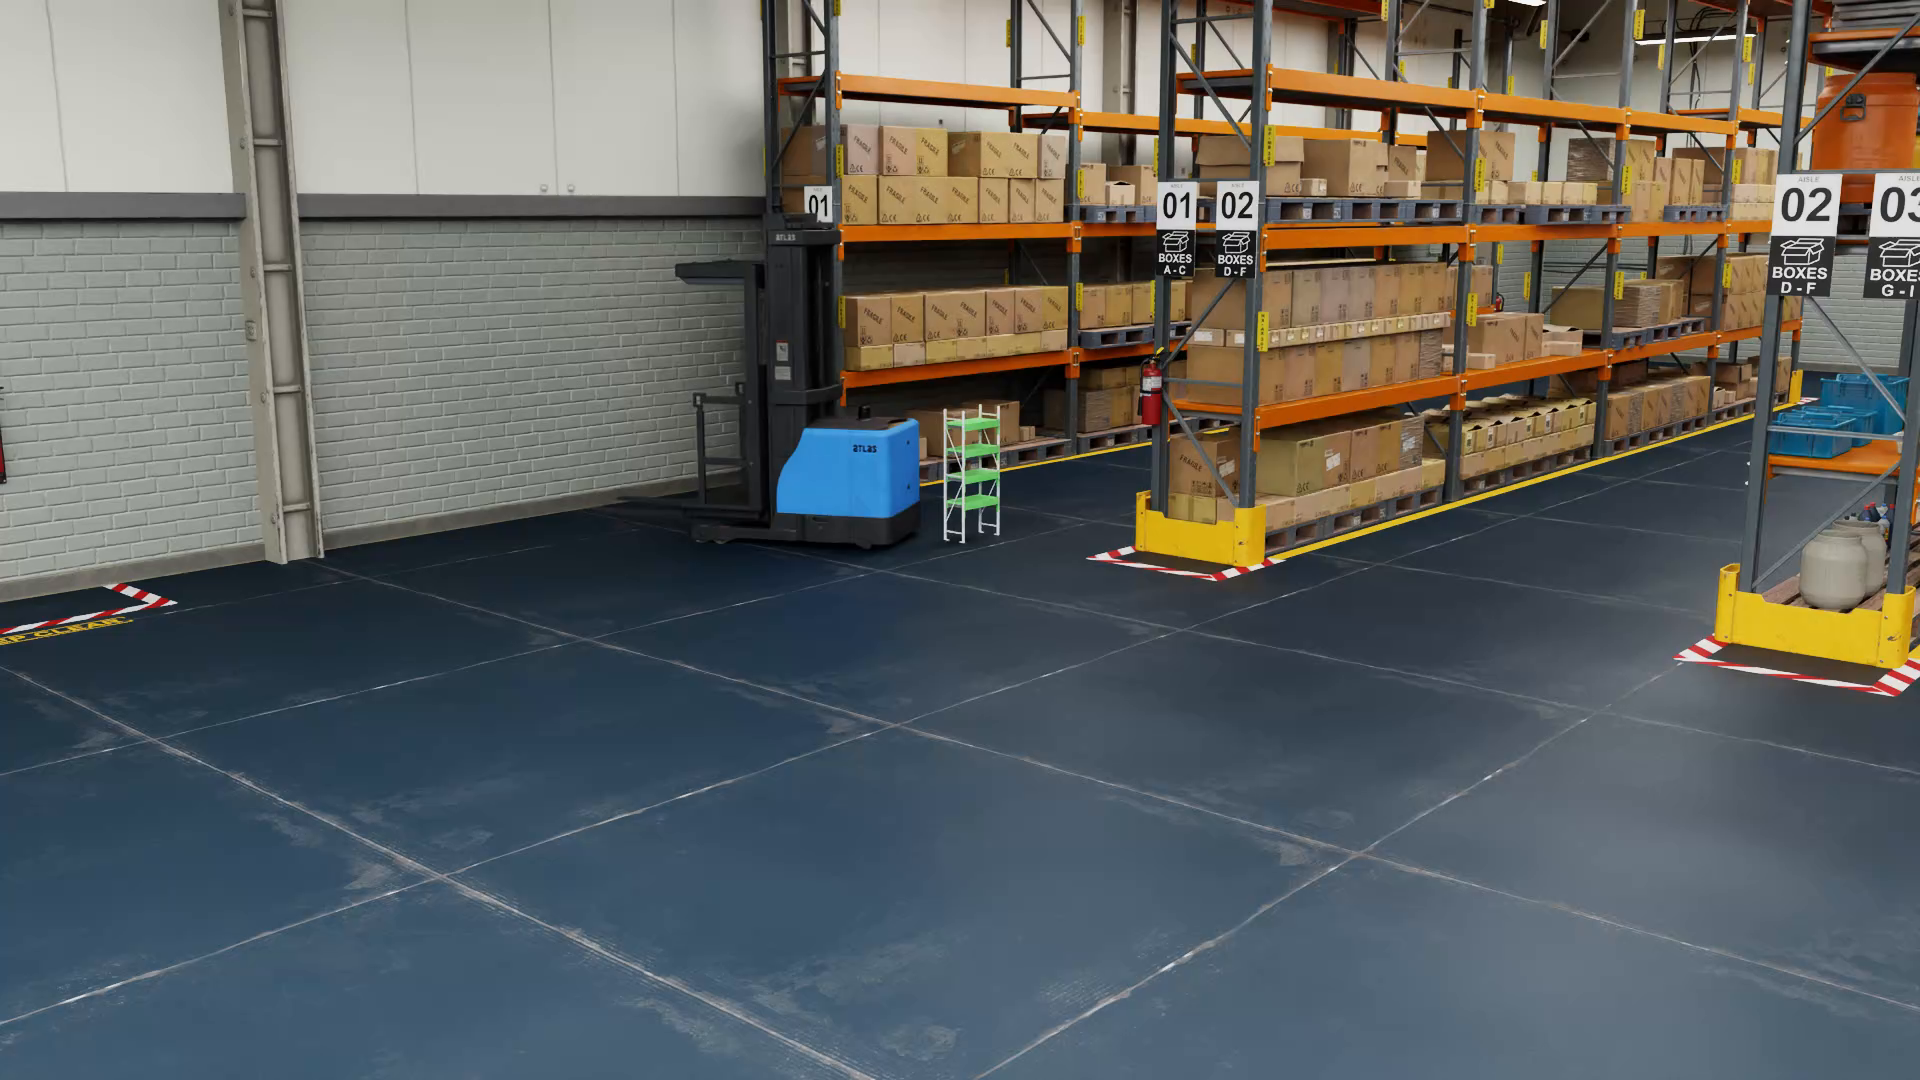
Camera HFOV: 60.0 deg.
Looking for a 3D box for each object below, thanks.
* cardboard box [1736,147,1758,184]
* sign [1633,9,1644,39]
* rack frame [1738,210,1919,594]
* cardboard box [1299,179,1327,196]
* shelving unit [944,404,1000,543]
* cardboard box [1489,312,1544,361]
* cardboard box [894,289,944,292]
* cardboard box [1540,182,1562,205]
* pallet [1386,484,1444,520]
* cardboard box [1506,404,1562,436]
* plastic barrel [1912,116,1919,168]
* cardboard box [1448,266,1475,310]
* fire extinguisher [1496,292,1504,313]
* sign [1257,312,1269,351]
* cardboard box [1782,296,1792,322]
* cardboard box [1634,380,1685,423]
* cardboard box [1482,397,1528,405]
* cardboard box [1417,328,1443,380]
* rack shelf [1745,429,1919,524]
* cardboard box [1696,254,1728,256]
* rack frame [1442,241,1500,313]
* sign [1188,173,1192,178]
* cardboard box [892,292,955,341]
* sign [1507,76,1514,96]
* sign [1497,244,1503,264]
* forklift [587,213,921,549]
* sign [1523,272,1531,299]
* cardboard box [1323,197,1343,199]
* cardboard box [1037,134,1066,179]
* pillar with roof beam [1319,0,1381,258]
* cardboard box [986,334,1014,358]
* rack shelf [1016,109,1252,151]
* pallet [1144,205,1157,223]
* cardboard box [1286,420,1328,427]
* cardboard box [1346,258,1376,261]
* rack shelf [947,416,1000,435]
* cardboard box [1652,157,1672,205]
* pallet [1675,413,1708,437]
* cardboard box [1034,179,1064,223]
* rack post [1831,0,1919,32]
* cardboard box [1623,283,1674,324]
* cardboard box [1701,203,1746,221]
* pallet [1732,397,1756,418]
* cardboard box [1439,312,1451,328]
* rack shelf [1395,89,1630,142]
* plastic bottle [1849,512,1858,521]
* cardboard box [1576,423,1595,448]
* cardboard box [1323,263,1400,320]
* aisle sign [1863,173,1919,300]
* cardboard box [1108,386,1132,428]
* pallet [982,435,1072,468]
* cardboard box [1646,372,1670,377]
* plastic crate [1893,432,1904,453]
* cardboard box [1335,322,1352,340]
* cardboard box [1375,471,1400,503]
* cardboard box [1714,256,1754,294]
[{"bbox_3d":[10.752,-5.249,23.365,0.700,0.500,0.500,10,15,40],"label":"cardboard box"},{"bbox_3d":[7.802,-5.924,19.109,0.100,0.325,0.005,10,15,40],"label":"sign"},{"bbox_3d":[5.820,-0.700,11.058,1.000,3.000,0.127,10,15,40],"label":"rack frame"},{"bbox_3d":[3.011,-3.114,14.696,0.380,0.149,0.250,10,15,40],"label":"cardboard box"},{"bbox_3d":[0.109,-0.613,15.216,0.258,1.200,0.503,10,15,40],"label":"shelving unit"},{"bbox_3d":[6.288,-2.318,18.904,0.500,0.500,0.500,9,14,37],"label":"cardboard box"},{"bbox_3d":[-0.460,-2.605,19.014,0.500,0.500,0.500,10,15,41],"label":"cardboard box"},{"bbox_3d":[6.407,-3.885,18.657,0.500,0.250,0.500,9,15,39],"label":"cardboard box"},{"bbox_3d":[4.186,-0.451,16.928,1.003,0.211,1.213,10,15,40],"label":"pallet"},{"bbox_3d":[6.549,-1.391,19.031,0.500,0.311,0.500,10,15,40],"label":"cardboard box"},{"bbox_3d":[6.478,-2.653,11.627,0.600,0.588,0.600,0,11,0],"label":"plastic barrel"},{"bbox_3d":[8.139,-4.297,28.302,0.980,0.700,0.700,10,15,40],"label":"cardboard box"},{"bbox_3d":[9.387,-4.077,29.114,0.296,0.674,0.183,10,15,40],"label":"fire extinguisher"},{"bbox_3d":[2.515,-1.732,13.811,0.100,0.325,0.005,10,15,40],"label":"sign"},{"bbox_3d":[12.233,-3.566,25.153,0.500,0.500,0.500,10,15,41],"label":"cardboard box"},{"bbox_3d":[9.249,-1.842,22.032,0.500,0.500,0.500,10,15,41],"label":"cardboard box"},{"bbox_3d":[6.476,-1.533,19.745,0.500,0.311,0.500,9,15,39],"label":"cardboard box"},{"bbox_3d":[4.454,-1.913,16.873,0.700,0.500,0.500,9,15,39],"label":"cardboard box"},{"bbox_3d":[7.141,-0.642,12.602,1.077,0.370,4.000,10,15,40],"label":"rack shelf"},{"bbox_3d":[11.165,-3.978,24.659,0.500,0.500,0.500,10,15,40],"label":"cardboard box"},{"bbox_3d":[8.940,-4.335,29.257,1.000,3.000,0.127,10,15,40],"label":"rack frame"},{"bbox_3d":[3.248,-4.994,23.377,0.100,0.325,0.005,10,15,40],"label":"sign"},{"bbox_3d":[-0.401,-2.463,18.302,0.500,0.500,0.500,9,14,39],"label":"cardboard box"},{"bbox_3d":[9.339,-7.702,28.209,0.100,0.325,0.005,10,15,40],"label":"sign"},{"bbox_3d":[9.339,-4.947,28.759,0.100,0.325,0.005,10,15,40],"label":"sign"},{"bbox_3d":[-1.941,-1.495,15.213,3.031,2.935,1.130,3,12,14],"label":"forklift"},{"bbox_3d":[6.969,-3.116,20.399,0.100,0.325,0.005,10,15,40],"label":"sign"},{"bbox_3d":[5.318,-5.277,24.935,0.700,0.500,0.500,9,15,39],"label":"cardboard box"},{"bbox_3d":[0.892,-4.481,19.470,0.500,0.500,0.500,8,14,36],"label":"cardboard box"},{"bbox_3d":[9.346,-6.347,24.012,9.100,9.000,0.548,10,15,40],"label":"pillar with roof beam"},{"bbox_3d":[0.279,-2.249,19.143,0.500,0.250,0.500,10,15,40],"label":"cardboard box"},{"bbox_3d":[2.339,-5.257,21.413,1.077,0.370,4.000,10,15,40],"label":"rack shelf"},{"bbox_3d":[2.189,-4.178,21.294,1.213,0.211,1.003,10,15,40],"label":"pallet"},{"bbox_3d":[3.213,-0.906,16.123,0.500,0.500,0.500,10,15,40],"label":"cardboard box"},{"bbox_3d":[6.184,-4.217,25.687,0.500,0.250,0.500,10,15,42],"label":"cardboard box"},{"bbox_3d":[0.109,-1.021,15.134,0.258,0.148,0.480,10,15,40],"label":"rack shelf"},{"bbox_3d":[8.757,-4.620,21.445,0.600,0.600,0.600,9,14,38],"label":"cardboard box"},{"bbox_3d":[9.515,-1.615,22.756,1.003,0.211,1.213,10,15,40],"label":"pallet"},{"bbox_3d":[0.870,-3.993,19.578,0.500,0.500,0.500,10,15,42],"label":"cardboard box"},{"bbox_3d":[6.415,-3.492,10.994,0.954,0.300,0.937,-10,15,-41],"label":"rack post"},{"bbox_3d":[8.904,-3.094,21.714,0.700,0.500,0.500,6,13,26],"label":"cardboard box"},{"bbox_3d":[10.530,-4.544,23.026,0.500,0.250,0.500,10,15,40],"label":"cardboard box"},{"bbox_3d":[11.283,-2.020,24.788,1.003,0.211,1.213,10,15,40],"label":"pallet"},{"bbox_3d":[4.724,-2.229,16.801,0.380,0.149,0.250,10,15,40],"label":"cardboard box"},{"bbox_3d":[6.063,-4.617,18.209,1.077,0.370,4.000,10,15,40],"label":"rack shelf"},{"bbox_3d":[7.211,-0.050,13.443,0.144,0.351,0.185,10,15,40],"label":"plastic bottle"},{"bbox_3d":[7.219,-1.267,19.843,0.500,0.250,0.500,10,15,42],"label":"cardboard box"},{"bbox_3d":[3.791,-2.401,16.004,0.700,0.500,0.500,10,15,40],"label":"cardboard box"},{"bbox_3d":[5.993,-1.926,10.561,0.394,0.787,0.004,10,15,40],"label":"aisle sign"},{"bbox_3d":[1.796,-1.752,21.585,0.700,0.500,0.500,9,15,39],"label":"cardboard box"},{"bbox_3d":[0.602,-1.099,20.173,1.003,0.211,1.213,10,15,40],"label":"pallet"},{"bbox_3d":[9.521,-2.057,23.110,0.500,0.500,0.500,9,14,38],"label":"cardboard box"},{"bbox_3d":[6.653,-0.661,11.535,0.298,0.136,0.250,10,15,40],"label":"plastic crate"},{"bbox_3d":[3.372,-1.928,15.294,0.380,0.149,0.250,10,15,40],"label":"cardboard box"},{"bbox_3d":[3.944,-0.543,16.219,0.500,0.250,0.500,10,15,40],"label":"cardboard box"},{"bbox_3d":[10.886,-3.755,23.544,0.500,0.500,0.500,9,15,39],"label":"cardboard box"}]
